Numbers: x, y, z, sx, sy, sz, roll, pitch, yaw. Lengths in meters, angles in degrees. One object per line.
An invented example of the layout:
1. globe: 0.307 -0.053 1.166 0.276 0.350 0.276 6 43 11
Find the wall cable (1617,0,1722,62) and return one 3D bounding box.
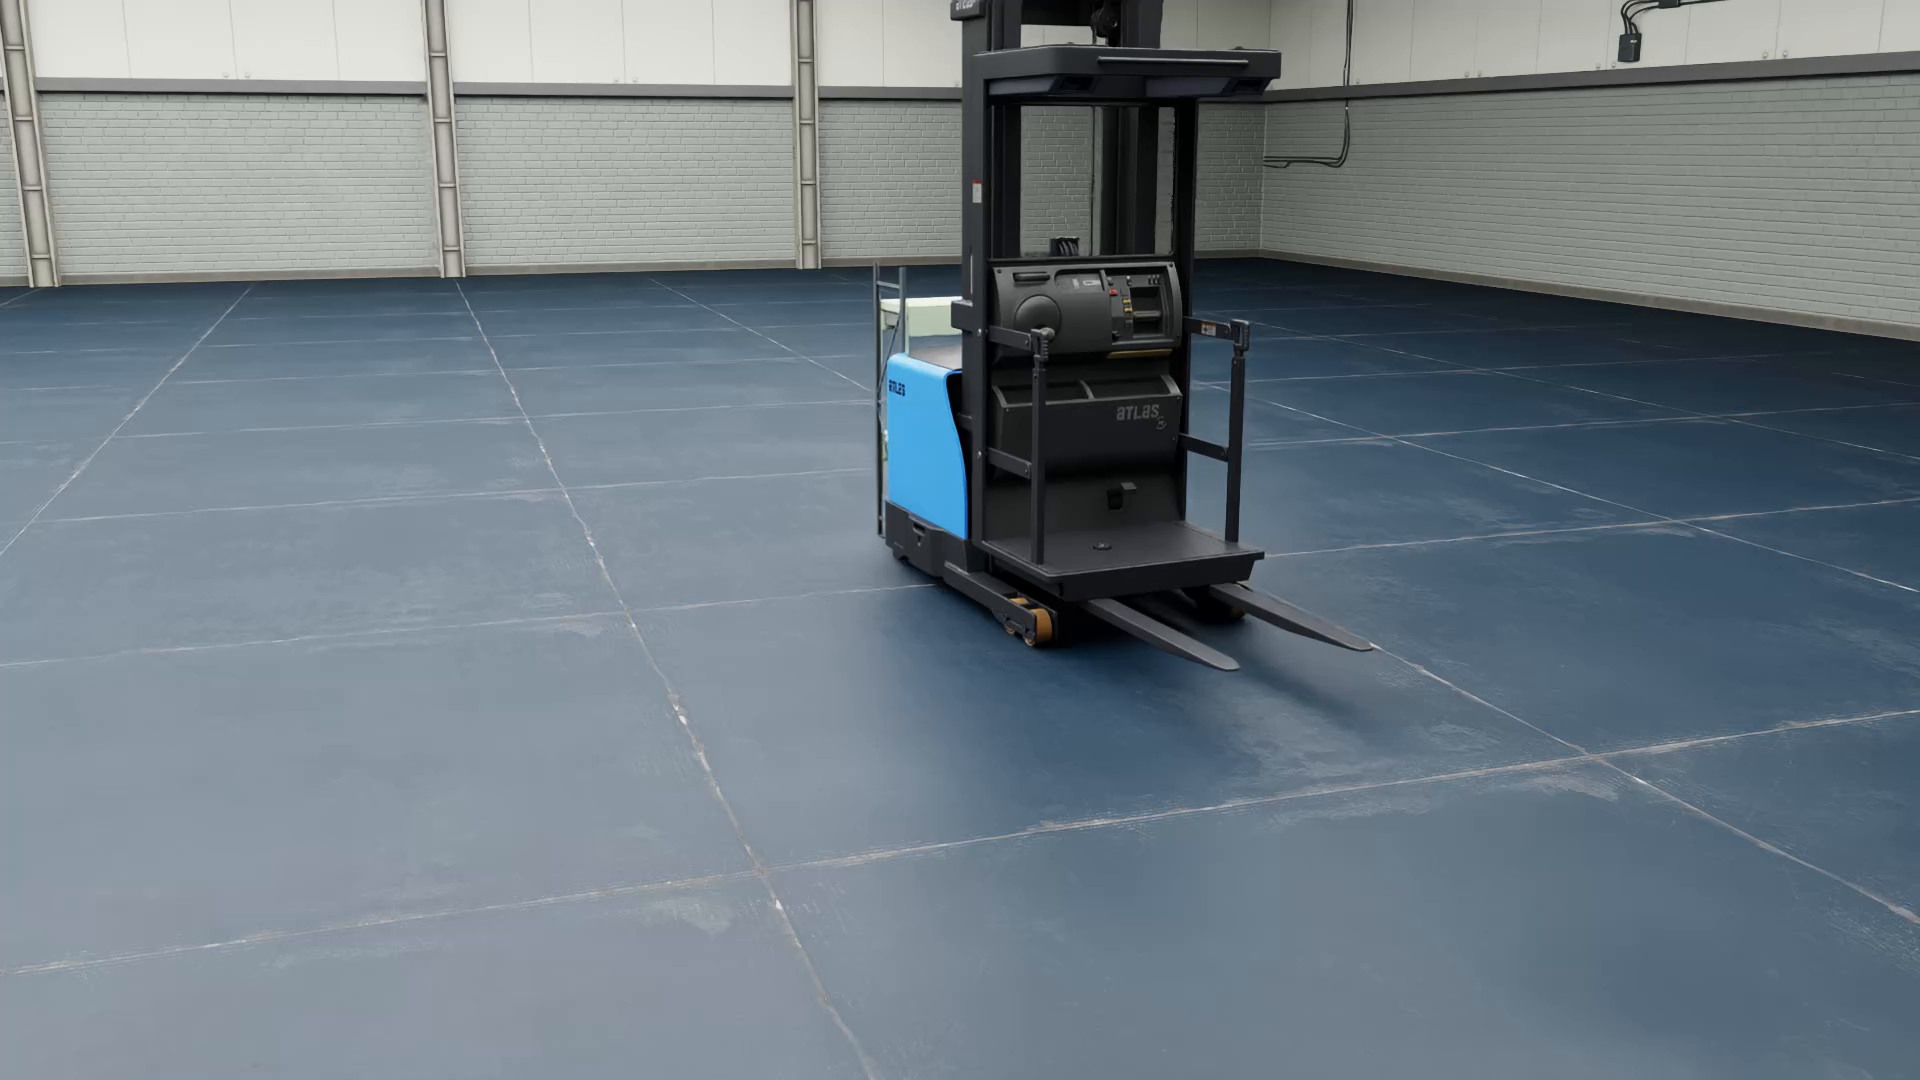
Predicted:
1. wall cable: 9.246 -9.106 20.629 0.169 6.003 2.305 -4 14 -18

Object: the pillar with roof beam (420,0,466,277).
1. pillar with roof beam: -6.981 -7.777 22.393 0.400 9.000 9.100 -4 14 -18

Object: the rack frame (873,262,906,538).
1. rack frame: -0.372 -0.717 8.917 0.023 1.500 0.400 -6 15 -24

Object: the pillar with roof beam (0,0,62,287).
1. pillar with roof beam: -12.667 -7.335 20.532 0.400 9.000 9.100 -4 14 -18

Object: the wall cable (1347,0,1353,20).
1. wall cable: 7.096 -9.888 27.061 0.112 2.526 3.097 -4 14 -18

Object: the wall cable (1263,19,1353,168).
1. wall cable: 6.233 -8.024 30.140 0.112 2.526 3.097 -4 14 -18

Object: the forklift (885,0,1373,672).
1. forklift: 0.674 -1.078 7.342 1.130 2.935 3.031 -6 15 -23

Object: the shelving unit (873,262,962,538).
1. shelving unit: -0.039 -0.753 9.066 0.755 1.500 0.431 -6 15 -24

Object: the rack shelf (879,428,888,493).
1. rack shelf: -0.039 -0.436 9.142 0.720 0.370 0.431 -6 15 -24

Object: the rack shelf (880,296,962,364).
1. rack shelf: -0.039 -1.132 8.976 0.720 0.370 0.431 -6 15 -24

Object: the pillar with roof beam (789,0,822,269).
1. pillar with roof beam: -1.294 -8.220 24.255 0.400 9.000 9.100 -4 14 -18
